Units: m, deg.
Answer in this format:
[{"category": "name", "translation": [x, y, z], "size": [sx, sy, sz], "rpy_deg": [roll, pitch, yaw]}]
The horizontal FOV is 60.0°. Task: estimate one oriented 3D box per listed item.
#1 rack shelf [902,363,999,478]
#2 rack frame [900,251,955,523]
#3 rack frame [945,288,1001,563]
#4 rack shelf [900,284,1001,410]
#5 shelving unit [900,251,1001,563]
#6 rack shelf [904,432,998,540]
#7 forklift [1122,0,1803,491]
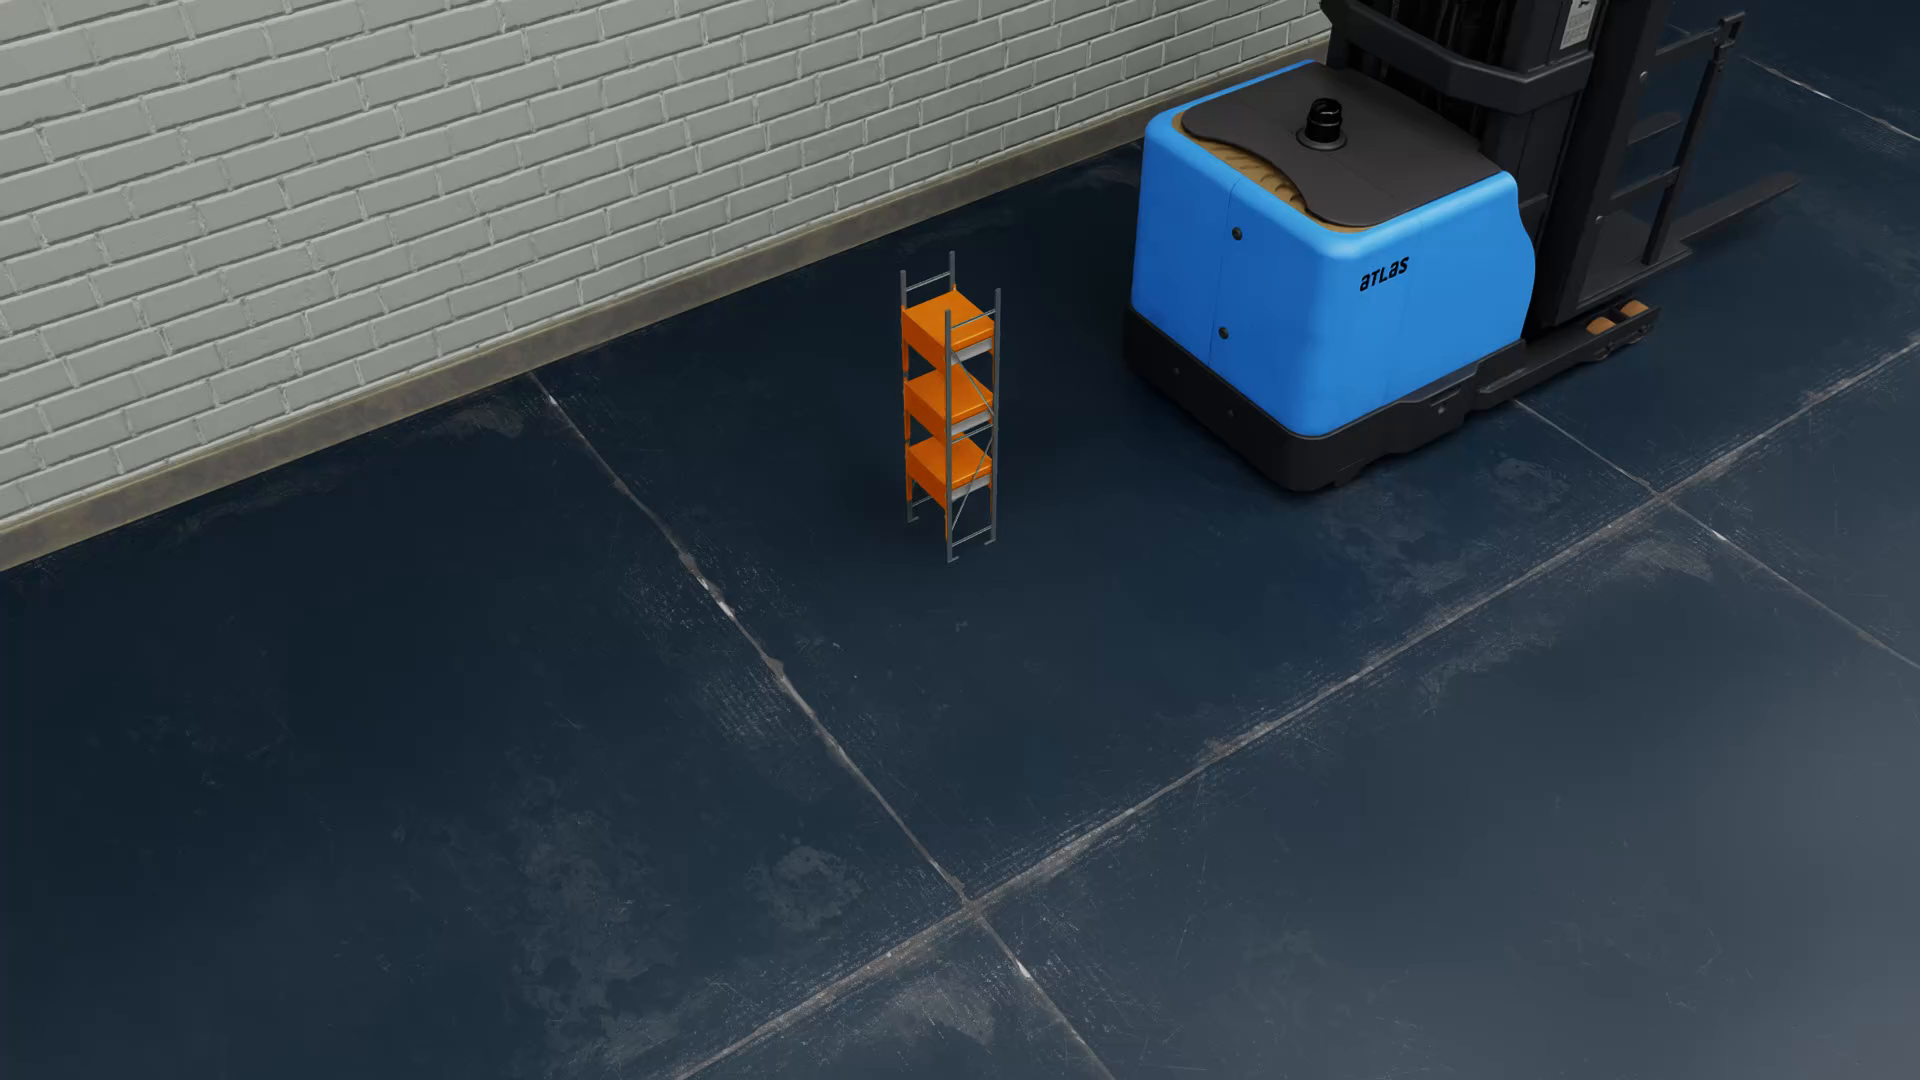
[{"category": "rack shelf", "translation": [-0.031, -0.402, 5.427], "size": [0.215, 0.259, 0.240], "rpy_deg": [-26, 49, -24]}, {"category": "rack frame", "translation": [-0.100, -0.479, 5.492], "size": [0.200, 1.050, 0.008], "rpy_deg": [-26, 49, -24]}, {"category": "rack frame", "translation": [0.039, -0.341, 5.347], "size": [0.200, 1.050, 0.008], "rpy_deg": [-26, 49, -24]}, {"category": "rack shelf", "translation": [-0.031, -0.608, 5.231], "size": [0.215, 0.259, 0.240], "rpy_deg": [-26, 49, -24]}, {"category": "shelving unit", "translation": [-0.031, -0.410, 5.419], "size": [0.215, 1.050, 0.252], "rpy_deg": [-26, 49, -24]}, {"category": "rack shelf", "translation": [-0.031, -0.201, 5.618], "size": [0.215, 0.259, 0.240], "rpy_deg": [-26, 49, -24]}, {"category": "forklift", "translation": [2.130, -2.037, 5.761], "size": [3.031, 2.935, 1.130], "rpy_deg": [-25, 49, -24]}]
